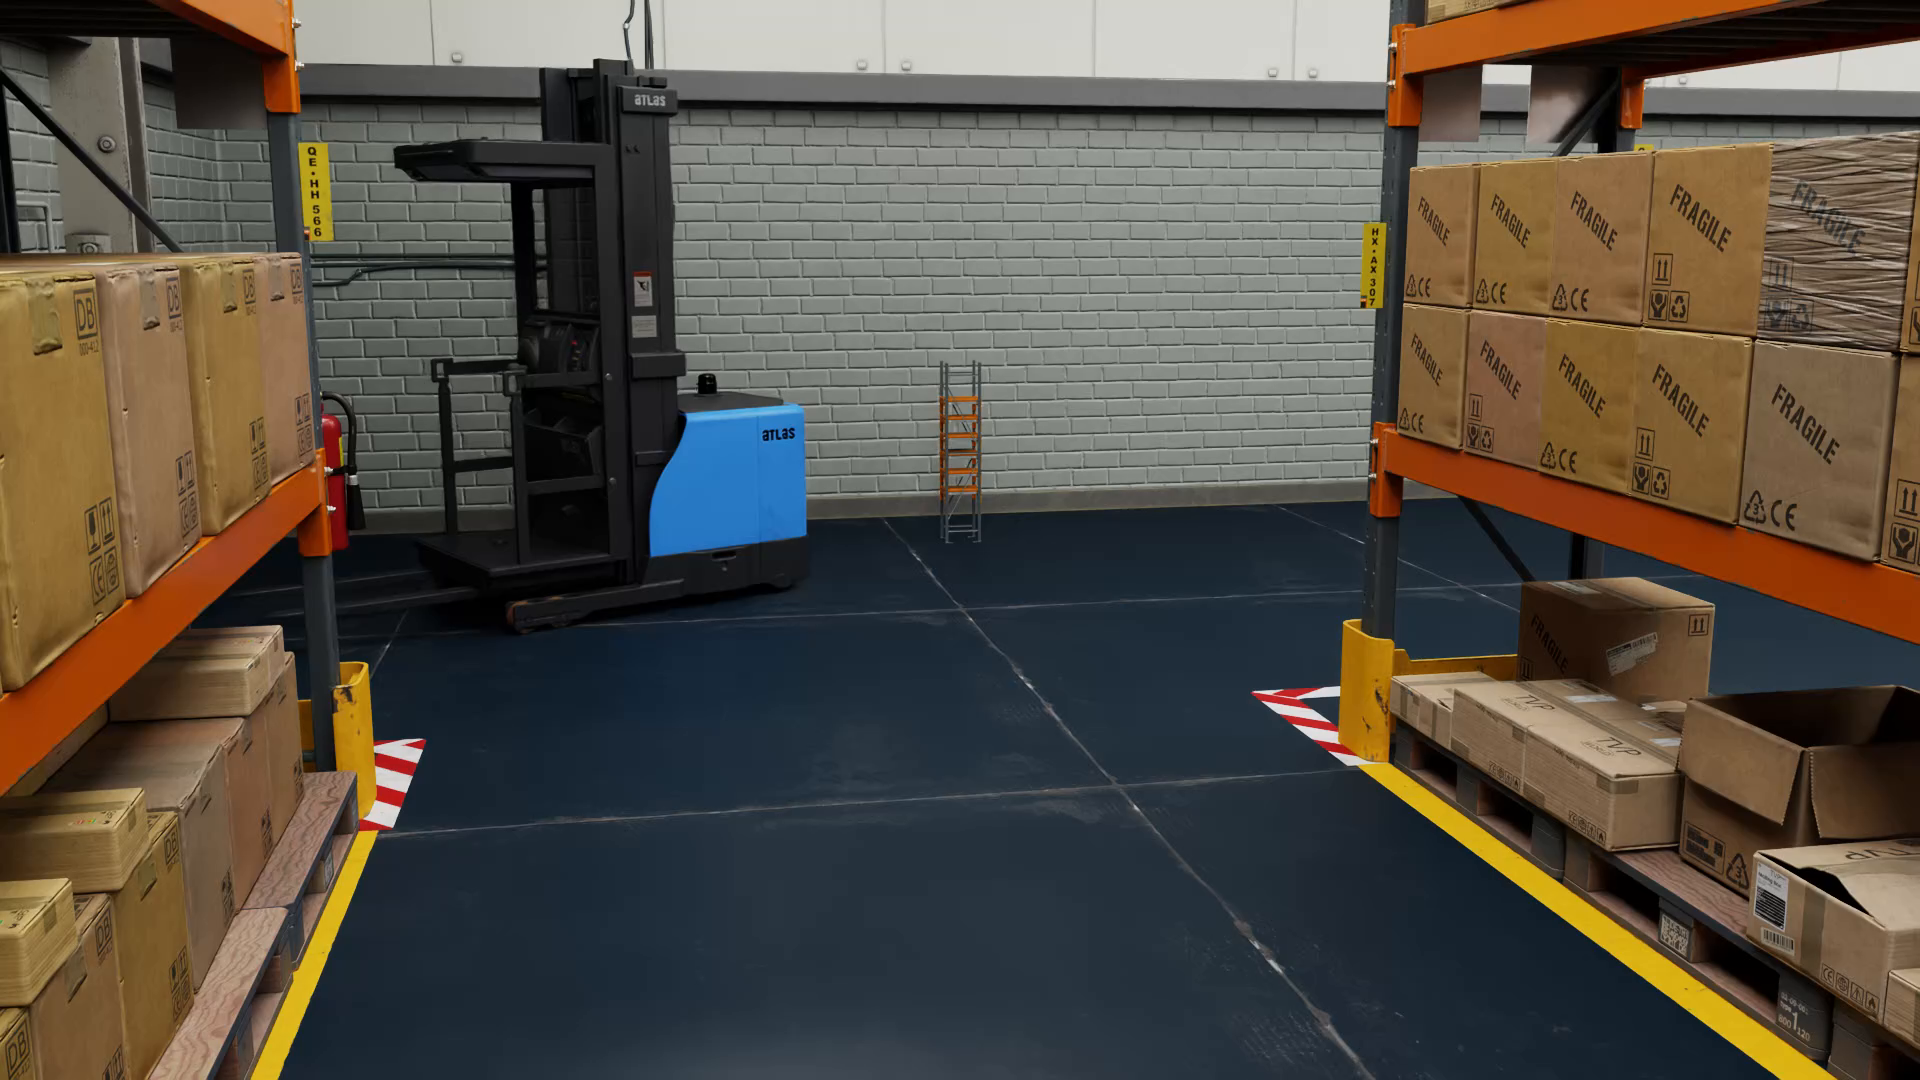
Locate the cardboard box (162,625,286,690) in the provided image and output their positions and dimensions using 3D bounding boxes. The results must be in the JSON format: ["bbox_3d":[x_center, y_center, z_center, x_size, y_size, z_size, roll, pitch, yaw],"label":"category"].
[{"bbox_3d":[-2.284,0.368,5.068,0.380,0.149,0.250,-2,11,-12],"label":"cardboard box"}]

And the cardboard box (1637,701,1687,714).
[{"bbox_3d":[2.475,0.686,5.968,0.380,0.166,0.250,-2,11,-11],"label":"cardboard box"}]

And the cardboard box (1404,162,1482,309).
[{"bbox_3d":[1.964,-1.107,6.048,0.500,0.500,0.500,-2,11,-9],"label":"cardboard box"}]

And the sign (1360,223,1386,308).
[{"bbox_3d":[1.604,-1.063,6.444,0.100,0.325,0.005,-2,11,-11],"label":"sign"}]

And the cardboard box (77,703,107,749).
[{"bbox_3d":[-2.560,0.474,4.510,0.380,0.149,0.250,-2,11,-11],"label":"cardboard box"}]

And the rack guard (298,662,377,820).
[{"bbox_3d":[-2.726,0.747,5.936,1.175,0.500,0.348,-2,11,-11],"label":"rack guard"}]

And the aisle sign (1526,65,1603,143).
[{"bbox_3d":[2.424,-1.958,6.510,0.394,0.787,0.004,-2,11,-11],"label":"aisle sign"}]

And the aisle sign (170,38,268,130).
[{"bbox_3d":[-2.441,-1.778,5.562,0.394,0.787,0.004,-2,11,-11],"label":"aisle sign"}]

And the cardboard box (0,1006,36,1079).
[{"bbox_3d":[-1.989,1.138,2.759,0.700,0.500,0.500,-2,11,-10],"label":"cardboard box"}]

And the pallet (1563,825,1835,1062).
[{"bbox_3d":[2.541,1.096,4.875,1.003,0.211,1.213,-2,11,-11],"label":"pallet"}]

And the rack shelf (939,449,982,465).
[{"bbox_3d":[0.003,-0.543,11.079,0.258,0.103,0.180,-2,11,-11],"label":"rack shelf"}]

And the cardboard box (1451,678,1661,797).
[{"bbox_3d":[2.061,0.679,5.785,0.500,0.250,0.500,-2,11,-11],"label":"cardboard box"}]

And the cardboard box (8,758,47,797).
[{"bbox_3d":[-2.460,0.568,4.018,0.380,0.149,0.250,-2,11,-10],"label":"cardboard box"}]

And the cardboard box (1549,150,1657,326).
[{"bbox_3d":[2.166,-0.919,5.063,0.500,0.500,0.500,-2,11,-10],"label":"cardboard box"}]

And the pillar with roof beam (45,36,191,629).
[{"bbox_3d":[0.127,-4.044,8.377,9.100,9.000,0.400,-2,11,-11],"label":"pillar with roof beam"}]

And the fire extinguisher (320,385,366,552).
[{"bbox_3d":[-2.298,-0.300,5.955,0.296,0.674,0.183,-2,11,-11],"label":"fire extinguisher"}]

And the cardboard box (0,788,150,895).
[{"bbox_3d":[-1.978,0.654,3.566,0.380,0.149,0.250,-2,11,-13],"label":"cardboard box"}]

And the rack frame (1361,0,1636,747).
[{"bbox_3d":[2.137,-0.658,6.629,1.000,3.000,0.127,-2,11,-11],"label":"rack frame"}]

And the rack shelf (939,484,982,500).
[{"bbox_3d":[0.003,-0.307,11.124,0.258,0.103,0.180,-2,11,-11],"label":"rack shelf"}]

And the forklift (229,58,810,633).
[{"bbox_3d":[-2.355,-1.066,8.958,3.031,2.935,1.130,-8,14,-37],"label":"forklift"}]

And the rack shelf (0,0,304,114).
[{"bbox_3d":[-2.333,-1.230,3.538,1.077,0.370,4.000,-2,11,-11],"label":"rack shelf"}]

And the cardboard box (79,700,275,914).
[{"bbox_3d":[-2.390,0.761,4.736,0.700,0.500,0.500,-2,11,-11],"label":"cardboard box"}]

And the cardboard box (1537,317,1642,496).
[{"bbox_3d":[2.165,-0.429,5.161,0.500,0.500,0.500,-2,11,-11],"label":"cardboard box"}]

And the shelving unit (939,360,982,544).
[{"bbox_3d":[0.003,-0.587,11.070,0.258,1.200,0.189,-2,11,-11],"label":"shelving unit"}]

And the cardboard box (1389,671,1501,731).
[{"bbox_3d":[1.881,0.616,6.385,0.380,0.149,0.250,-2,11,-11],"label":"cardboard box"}]

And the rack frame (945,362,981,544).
[{"bbox_3d":[0.021,-0.570,10.982,0.240,1.200,0.006,-2,11,-11],"label":"rack frame"}]

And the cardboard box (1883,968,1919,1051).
[{"bbox_3d":[2.394,1.100,3.845,0.380,0.149,0.250,-2,11,-11],"label":"cardboard box"}]

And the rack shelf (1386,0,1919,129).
[{"bbox_3d":[2.526,-1.411,4.489,1.077,0.370,4.000,-2,11,-11],"label":"rack shelf"}]

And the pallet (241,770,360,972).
[{"bbox_3d":[-2.489,1.037,5.184,1.003,0.211,1.213,-2,11,-11],"label":"pallet"}]

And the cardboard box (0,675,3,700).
[{"bbox_3d":[-2.033,0.009,2.322,0.980,0.700,0.700,-2,11,-10],"label":"cardboard box"}]

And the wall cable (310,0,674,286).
[{"bbox_3d":[-3.471,-2.949,10.927,3.097,2.526,0.112,-2,11,-11],"label":"wall cable"}]

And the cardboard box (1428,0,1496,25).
[{"bbox_3d":[1.987,-1.954,5.819,0.500,0.250,0.500,-2,11,-11],"label":"cardboard box"}]

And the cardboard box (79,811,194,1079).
[{"bbox_3d":[-2.181,0.951,3.739,0.700,0.500,0.500,-2,11,-10],"label":"cardboard box"}]

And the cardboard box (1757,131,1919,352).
[{"bbox_3d":[2.362,-0.734,4.088,0.500,0.500,0.500,-2,11,-11],"label":"cardboard box"}]

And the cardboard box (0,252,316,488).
[{"bbox_3d":[-2.613,-0.531,5.161,0.980,0.700,0.700,-2,11,-8],"label":"cardboard box"}]

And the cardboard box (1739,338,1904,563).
[{"bbox_3d":[2.362,-0.244,4.189,0.500,0.500,0.500,-2,11,-10],"label":"cardboard box"}]

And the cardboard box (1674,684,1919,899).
[{"bbox_3d":[2.544,0.742,4.776,0.797,0.503,0.637,-2,11,-11],"label":"cardboard box"}]

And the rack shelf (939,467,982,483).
[{"bbox_3d":[0.003,-0.425,11.101,0.258,0.103,0.180,-2,11,-11],"label":"rack shelf"}]

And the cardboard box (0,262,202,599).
[{"bbox_3d":[-2.321,-0.258,3.726,0.980,0.700,0.700,-3,11,-14],"label":"cardboard box"}]

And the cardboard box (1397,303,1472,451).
[{"bbox_3d":[1.964,-0.616,6.142,0.500,0.500,0.500,-2,11,-10],"label":"cardboard box"}]
